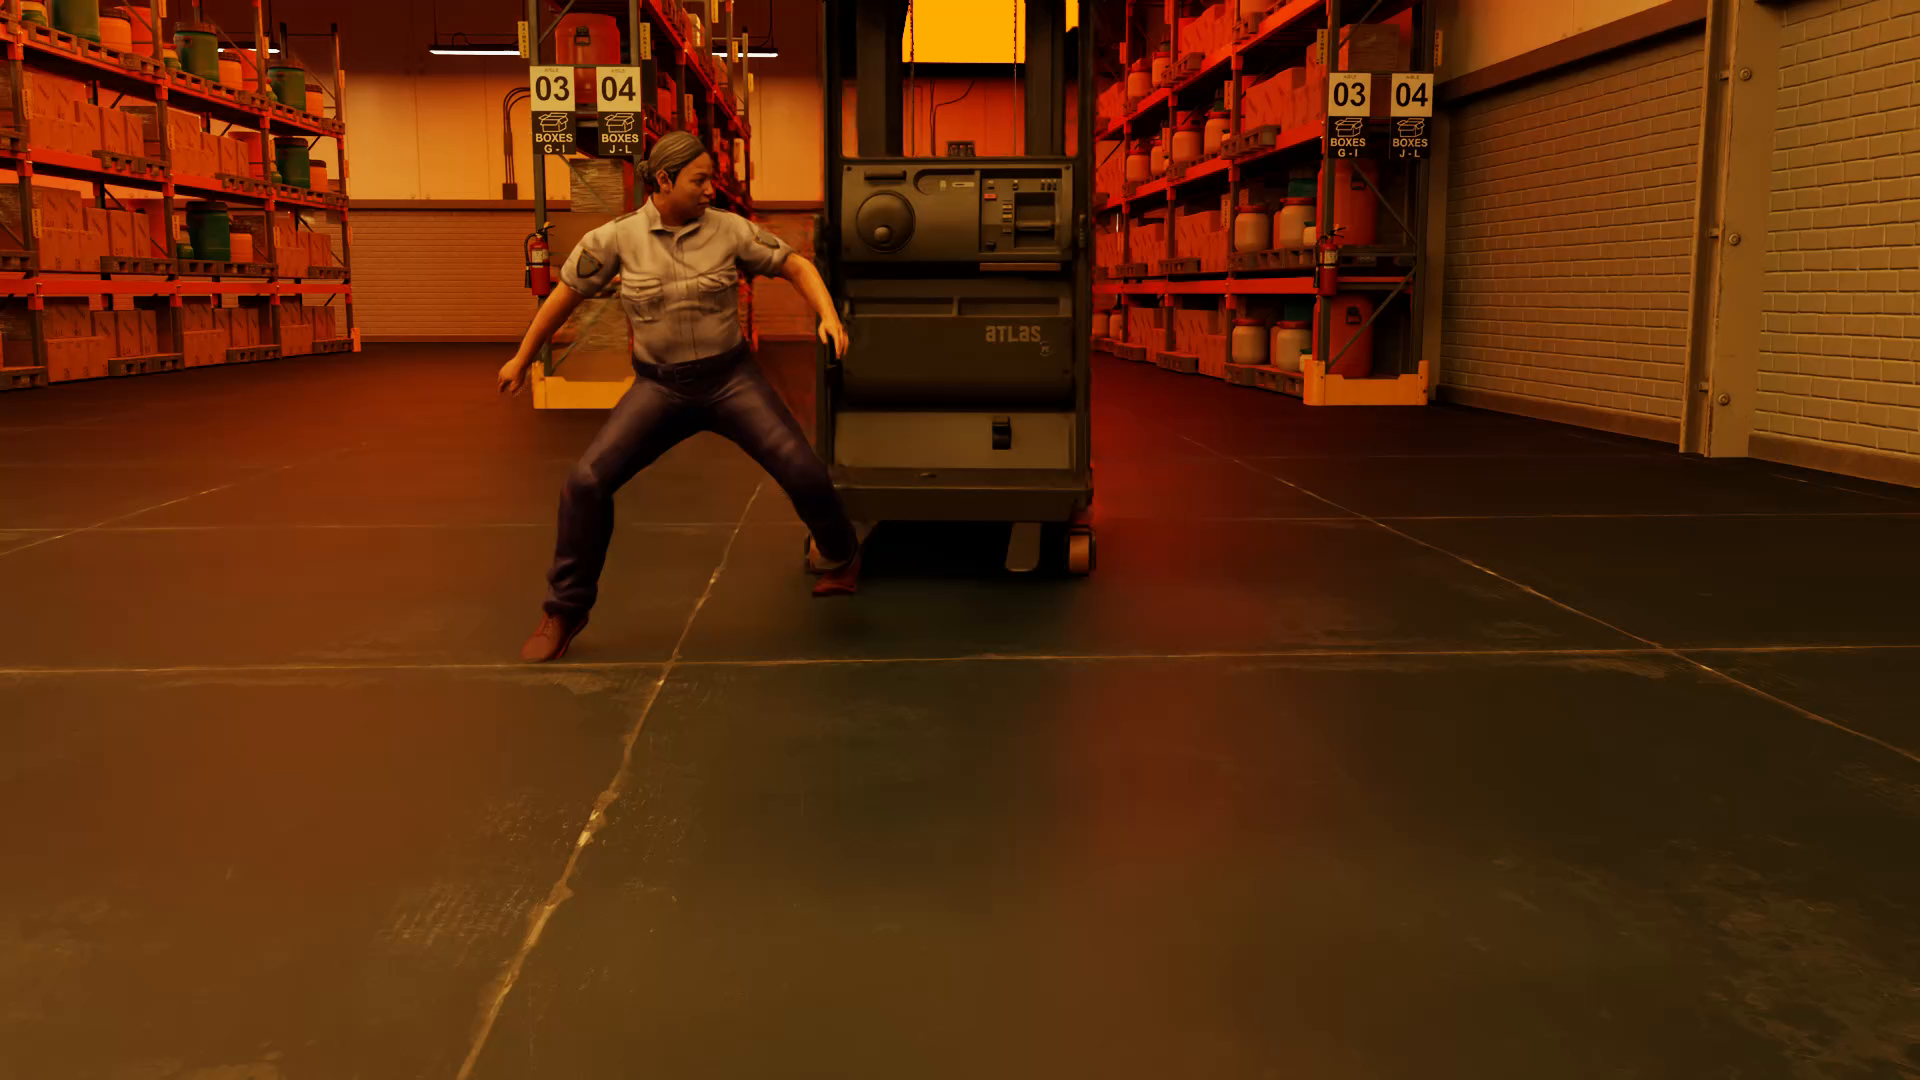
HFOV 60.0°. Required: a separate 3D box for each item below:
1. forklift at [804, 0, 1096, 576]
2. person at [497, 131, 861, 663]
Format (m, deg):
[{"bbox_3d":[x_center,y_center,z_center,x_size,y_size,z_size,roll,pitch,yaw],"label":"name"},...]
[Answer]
[{"bbox_3d":[-0.022,-1.359,6.483,1.130,2.935,3.031,1,8,3],"label":"forklift"},{"bbox_3d":[-0.859,-0.429,5.057,1.125,1.573,0.512,-1,8,-5],"label":"person"}]
